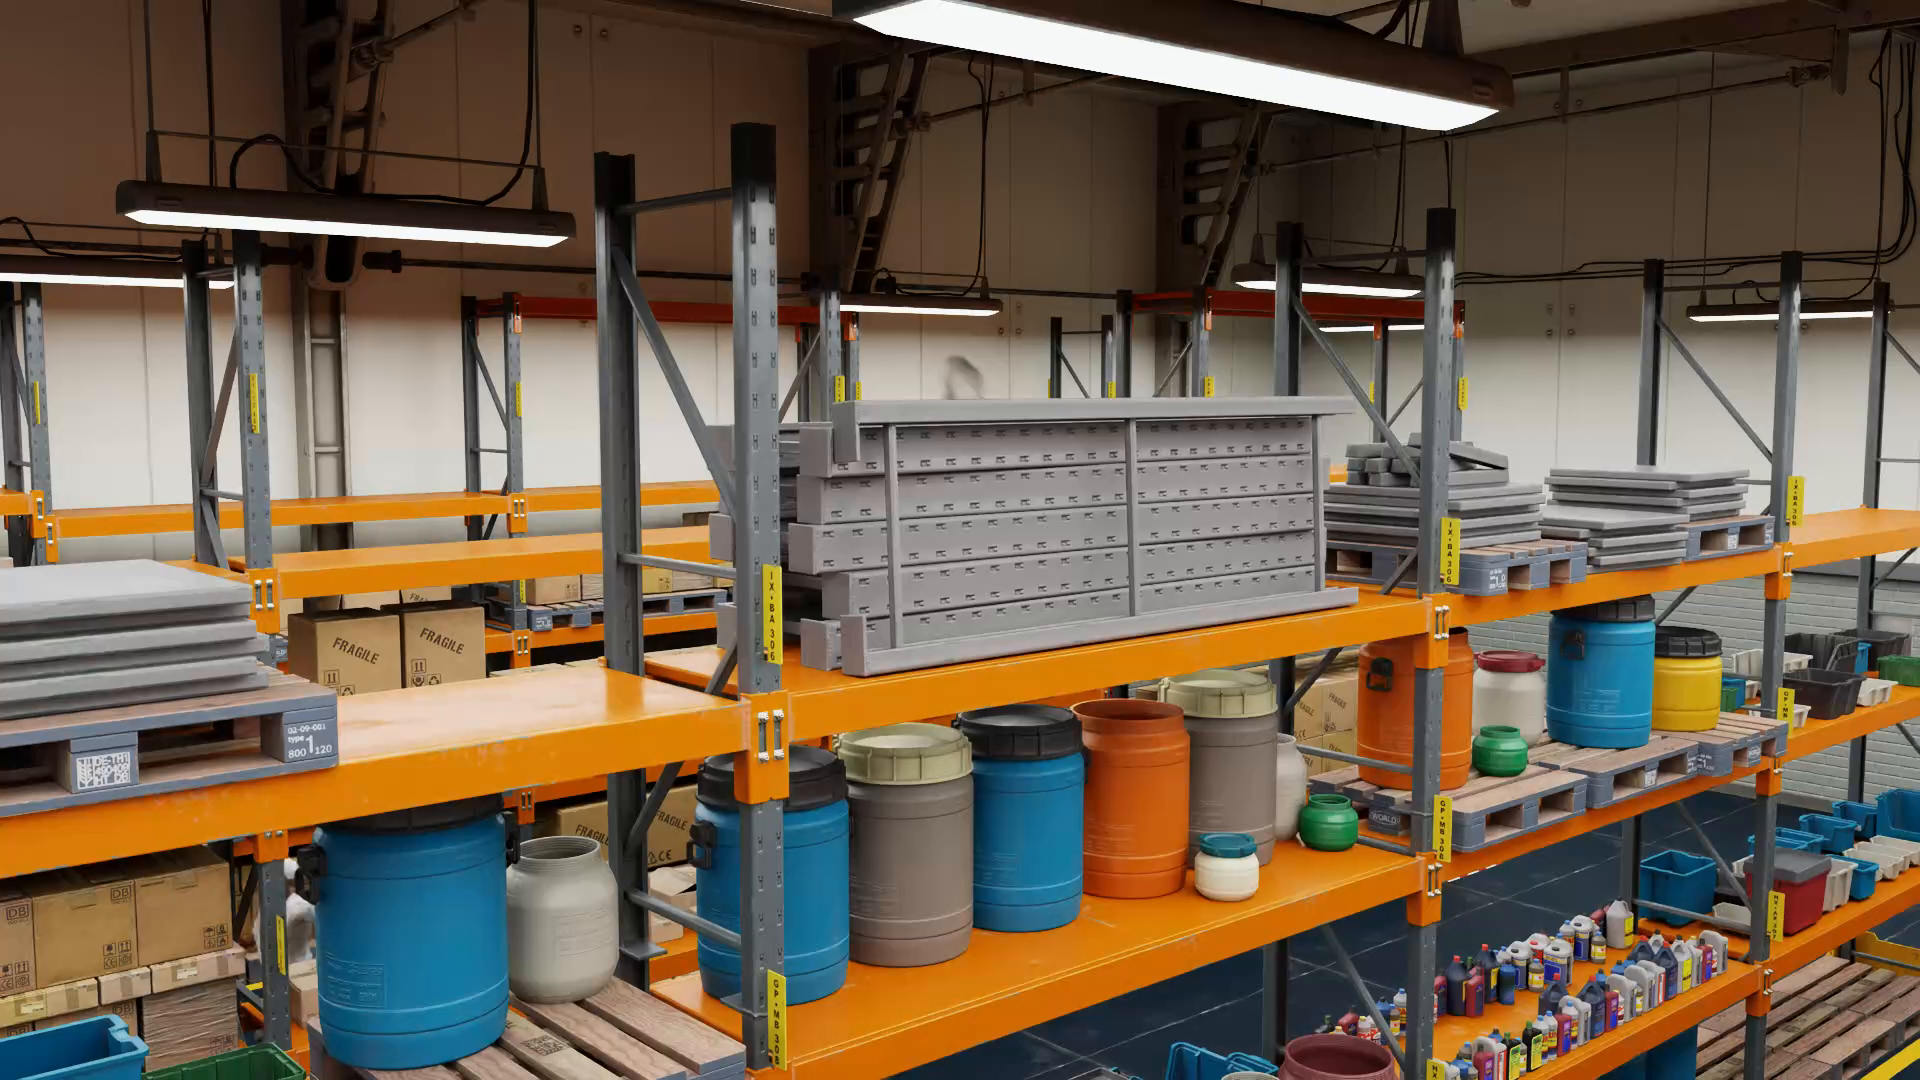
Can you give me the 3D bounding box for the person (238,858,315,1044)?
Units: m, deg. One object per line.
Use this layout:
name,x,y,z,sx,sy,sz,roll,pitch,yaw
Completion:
person,-4.833,3.170,11.952,0.769,1.825,0.676,-5,7,-43
